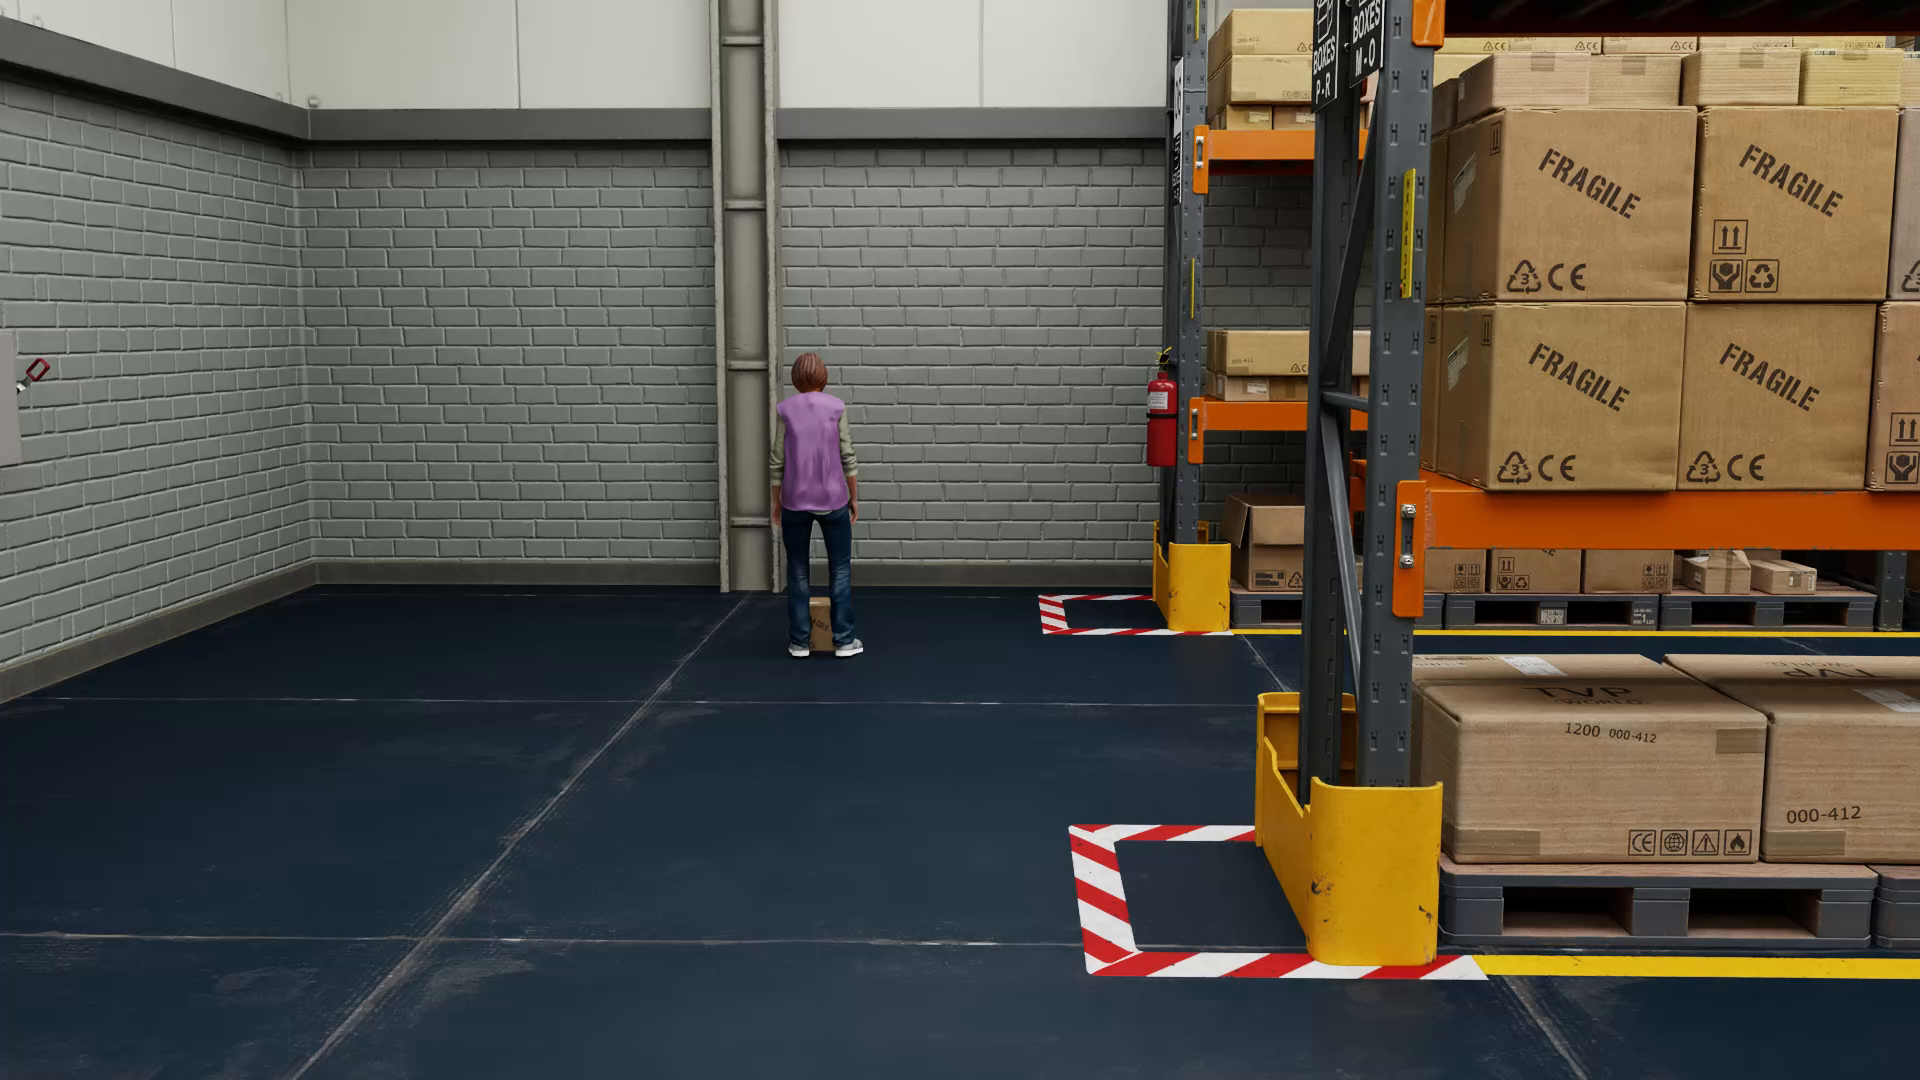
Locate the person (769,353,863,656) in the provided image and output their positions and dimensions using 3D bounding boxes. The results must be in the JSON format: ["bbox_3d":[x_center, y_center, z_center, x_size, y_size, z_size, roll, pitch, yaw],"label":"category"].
[{"bbox_3d":[-0.754,-0.177,8.687,0.477,1.591,0.345,0,7,-2],"label":"person"}]
